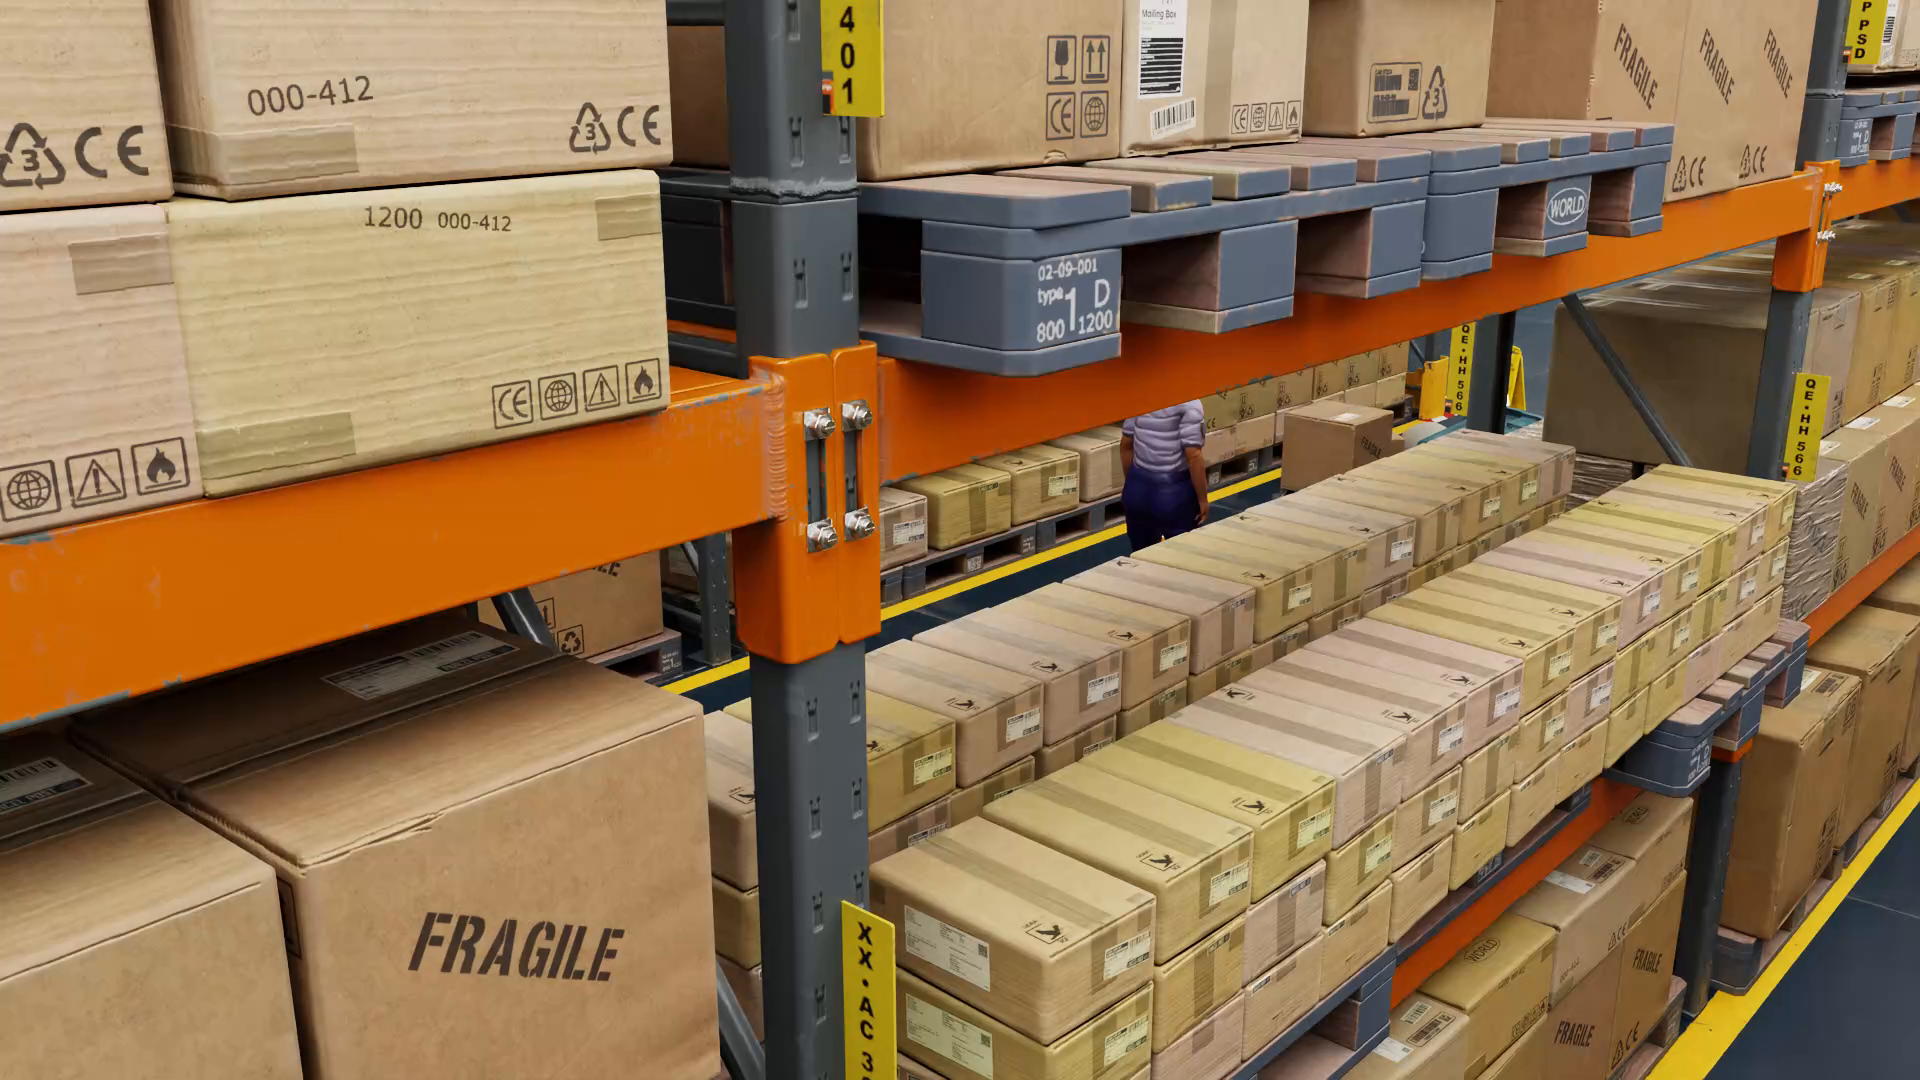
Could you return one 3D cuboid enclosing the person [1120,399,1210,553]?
[{"bbox_3d":[1.085,-0.226,8.800,0.537,1.647,0.374,15,22,40],"label":"person"}]
